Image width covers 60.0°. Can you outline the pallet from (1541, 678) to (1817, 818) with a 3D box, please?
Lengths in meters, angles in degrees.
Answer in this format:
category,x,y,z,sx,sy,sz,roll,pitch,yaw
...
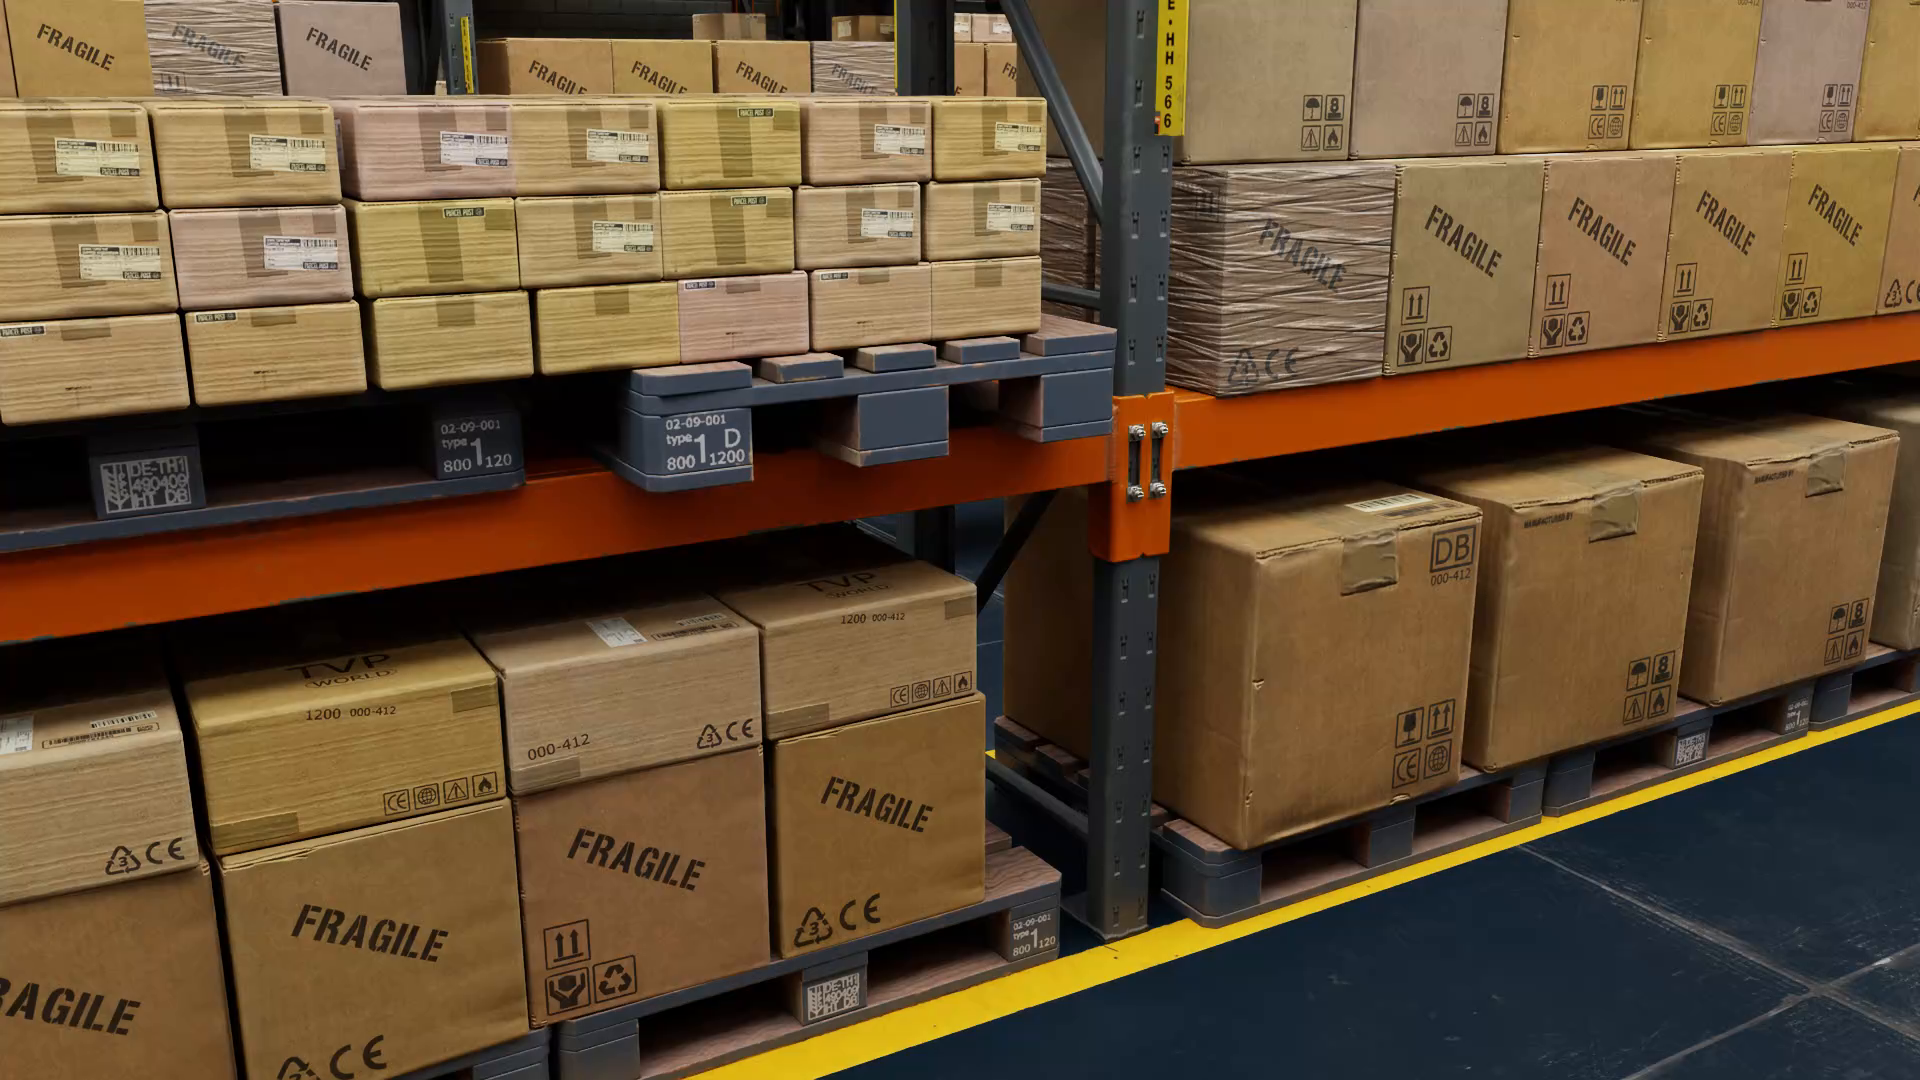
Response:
category,x,y,z,sx,sy,sz,roll,pitch,yaw
pallet,1.905,0.479,5.310,1.213,0.211,1.003,-9,18,-30

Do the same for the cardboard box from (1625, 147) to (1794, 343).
category,x,y,z,sx,sy,sz,roll,pitch,yaw
cardboard box,1.964,-0.861,4.740,0.500,0.500,0.500,-9,18,-30

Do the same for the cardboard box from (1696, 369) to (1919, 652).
category,x,y,z,sx,sy,sz,roll,pitch,yaw
cardboard box,3.088,-0.171,5.853,0.750,0.750,1.050,-9,18,-30

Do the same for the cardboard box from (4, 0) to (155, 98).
category,x,y,z,sx,sy,sz,roll,pitch,yaw
cardboard box,-3.664,-1.991,6.917,0.500,0.500,0.500,-9,18,-30

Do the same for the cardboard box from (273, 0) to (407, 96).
category,x,y,z,sx,sy,sz,roll,pitch,yaw
cardboard box,-2.799,-2.132,7.419,0.500,0.500,0.500,-10,18,-31

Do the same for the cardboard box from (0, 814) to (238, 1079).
category,x,y,z,sx,sy,sz,roll,pitch,yaw
cardboard box,-1.619,0.763,2.983,0.500,0.500,0.500,-9,18,-29

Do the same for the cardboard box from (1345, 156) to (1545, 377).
category,x,y,z,sx,sy,sz,roll,pitch,yaw
cardboard box,1.104,-0.723,4.245,0.500,0.500,0.500,-9,18,-30

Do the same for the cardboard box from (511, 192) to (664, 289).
category,x,y,z,sx,sy,sz,roll,pitch,yaw
cardboard box,-0.710,-0.544,2.930,0.250,0.149,0.380,-9,18,-30

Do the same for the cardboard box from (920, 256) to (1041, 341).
category,x,y,z,sx,sy,sz,roll,pitch,yaw
cardboard box,-0.041,-0.509,3.357,0.250,0.149,0.380,-9,18,-29

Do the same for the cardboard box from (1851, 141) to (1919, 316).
category,x,y,z,sx,sy,sz,roll,pitch,yaw
cardboard box,2.831,-1.003,5.244,0.500,0.500,0.500,-9,18,-30

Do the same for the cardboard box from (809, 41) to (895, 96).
category,x,y,z,sx,sy,sz,roll,pitch,yaw
cardboard box,-0.658,-2.354,8.736,0.500,0.500,0.500,-10,19,-32

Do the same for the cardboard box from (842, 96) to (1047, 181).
category,x,y,z,sx,sy,sz,roll,pitch,yaw
cardboard box,-0.039,-0.797,3.280,0.250,0.149,0.380,-10,19,-32

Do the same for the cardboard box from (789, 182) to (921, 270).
category,x,y,z,sx,sy,sz,roll,pitch,yaw
cardboard box,-0.271,-0.616,3.187,0.250,0.149,0.380,-8,18,-28

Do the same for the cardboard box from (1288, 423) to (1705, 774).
category,x,y,z,sx,sy,sz,roll,pitch,yaw
cardboard box,1.461,0.092,4.915,0.750,0.750,1.050,-9,18,-29

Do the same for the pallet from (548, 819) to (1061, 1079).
category,x,y,z,sx,sy,sz,roll,pitch,yaw
pallet,-0.525,0.848,3.994,1.213,0.211,1.003,-9,18,-30

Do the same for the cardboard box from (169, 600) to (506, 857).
category,x,y,z,sx,sy,sz,roll,pitch,yaw
cardboard box,-1.177,0.333,3.130,0.500,0.250,0.500,-9,18,-28

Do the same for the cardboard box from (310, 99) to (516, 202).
category,x,y,z,sx,sy,sz,roll,pitch,yaw
cardboard box,-0.916,-0.656,2.777,0.250,0.149,0.380,-9,18,-30

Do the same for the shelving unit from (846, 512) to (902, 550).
category,x,y,z,sx,sy,sz,roll,pitch,yaw
shelving unit,0.073,-0.734,7.250,1.048,1.500,0.538,-9,18,-30

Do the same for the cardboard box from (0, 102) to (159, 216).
category,x,y,z,sx,sy,sz,roll,pitch,yaw
cardboard box,-1.372,-0.581,2.512,0.250,0.149,0.380,-9,18,-28

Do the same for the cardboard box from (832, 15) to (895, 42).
category,x,y,z,sx,sy,sz,roll,pitch,yaw
cardboard box,-0.525,-2.838,9.260,0.250,0.149,0.380,-8,18,-27

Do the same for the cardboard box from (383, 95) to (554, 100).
category,x,y,z,sx,sy,sz,roll,pitch,yaw
cardboard box,-1.019,-0.844,3.447,0.250,0.149,0.380,-10,19,-32

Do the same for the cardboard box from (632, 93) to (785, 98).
category,x,y,z,sx,sy,sz,roll,pitch,yaw
cardboard box,-0.579,-0.913,3.696,0.250,0.149,0.380,-10,18,-31

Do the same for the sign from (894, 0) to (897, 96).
category,x,y,z,sx,sy,sz,roll,pitch,yaw
sign,-0.143,-1.289,4.304,0.005,0.325,0.100,-9,18,-30

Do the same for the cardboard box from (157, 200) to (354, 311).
category,x,y,z,sx,sy,sz,roll,pitch,yaw
cardboard box,-1.148,-0.474,2.679,0.250,0.149,0.380,-9,18,-28

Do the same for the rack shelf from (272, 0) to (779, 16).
category,x,y,z,sx,sy,sz,roll,pitch,yaw
rack shelf,-3.336,-4.258,12.819,4.000,0.370,1.077,-9,18,-30

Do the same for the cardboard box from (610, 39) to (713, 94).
category,x,y,z,sx,sy,sz,roll,pitch,yaw
cardboard box,-1.543,-2.211,8.226,0.500,0.500,0.500,-8,18,-27

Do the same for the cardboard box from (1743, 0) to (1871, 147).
category,x,y,z,sx,sy,sz,roll,pitch,yaw
cardboard box,2.278,-1.476,5.081,0.500,0.500,0.700,-9,18,-29

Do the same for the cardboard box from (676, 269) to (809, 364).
category,x,y,z,sx,sy,sz,roll,pitch,yaw
cardboard box,-0.475,-0.440,3.108,0.250,0.149,0.380,-9,18,-29

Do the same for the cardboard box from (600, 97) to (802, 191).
category,x,y,z,sx,sy,sz,roll,pitch,yaw
cardboard box,-0.480,-0.726,3.027,0.250,0.149,0.380,-9,18,-28

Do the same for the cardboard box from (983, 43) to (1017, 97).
category,x,y,z,sx,sy,sz,roll,pitch,yaw
cardboard box,0.236,-2.497,9.247,0.500,0.500,0.500,-9,18,-29

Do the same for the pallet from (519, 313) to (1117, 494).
category,x,y,z,sx,sy,sz,roll,pitch,yaw
pallet,-0.411,-0.387,3.589,1.003,0.211,1.213,-9,18,-30

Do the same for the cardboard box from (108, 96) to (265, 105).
category,x,y,z,sx,sy,sz,roll,pitch,yaw
cardboard box,-1.476,-0.768,3.179,0.250,0.149,0.380,-9,18,-28

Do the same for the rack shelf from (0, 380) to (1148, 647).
category,x,y,z,sx,sy,sz,roll,pitch,yaw
rack shelf,-1.569,0.021,3.109,4.000,0.370,1.077,-9,18,-30

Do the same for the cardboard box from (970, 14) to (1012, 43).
category,x,y,z,sx,sy,sz,roll,pitch,yaw
cardboard box,0.075,-2.781,9.057,0.250,0.149,0.380,-10,18,-31

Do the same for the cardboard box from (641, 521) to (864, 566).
category,x,y,z,sx,sy,sz,roll,pitch,yaw
cardboard box,-0.570,0.077,4.042,0.500,0.250,0.500,-10,19,-32

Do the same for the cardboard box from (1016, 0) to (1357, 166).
category,x,y,z,sx,sy,sz,roll,pitch,yaw
cardboard box,0.535,-1.193,4.070,0.500,0.500,0.700,-9,18,-30

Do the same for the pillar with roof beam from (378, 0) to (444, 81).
category,x,y,z,sx,sy,sz,roll,pitch,yaw
pillar with roof beam,-2.180,-5.165,9.162,0.400,9.000,9.100,-9,18,-30

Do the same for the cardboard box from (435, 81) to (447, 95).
category,x,y,z,sx,sy,sz,roll,pitch,yaw
cardboard box,-3.972,-3.337,12.371,0.250,0.149,0.380,-9,18,-29

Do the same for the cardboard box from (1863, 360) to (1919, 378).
category,x,y,z,sx,sy,sz,roll,pitch,yaw
cardboard box,4.149,-0.410,6.472,0.875,0.875,0.875,-9,18,-29

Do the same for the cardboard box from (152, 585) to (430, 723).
category,x,y,z,sx,sy,sz,roll,pitch,yaw
cardboard box,-1.436,0.213,3.555,0.500,0.250,0.500,-9,18,-29

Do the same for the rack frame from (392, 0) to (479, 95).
category,x,y,z,sx,sy,sz,roll,pitch,yaw
rack frame,-2.490,-1.734,8.040,0.127,3.000,1.000,-9,18,-30

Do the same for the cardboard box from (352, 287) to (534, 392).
category,x,y,z,sx,sy,sz,roll,pitch,yaw
cardboard box,-0.920,-0.368,2.852,0.250,0.149,0.380,-10,19,-32

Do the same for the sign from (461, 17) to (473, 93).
category,x,y,z,sx,sy,sz,roll,pitch,yaw
sign,-2.202,-2.164,7.427,0.005,0.325,0.100,-9,18,-30

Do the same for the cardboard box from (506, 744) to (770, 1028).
category,x,y,z,sx,sy,sz,roll,pitch,yaw
cardboard box,-0.731,0.622,3.488,0.500,0.500,0.500,-8,18,-27

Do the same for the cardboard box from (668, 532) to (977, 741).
category,x,y,z,sx,sy,sz,roll,pitch,yaw
cardboard box,-0.306,0.193,3.628,0.500,0.250,0.500,-10,18,-31

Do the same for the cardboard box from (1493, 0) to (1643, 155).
category,x,y,z,sx,sy,sz,roll,pitch,yaw
cardboard box,1.407,-1.335,4.578,0.500,0.500,0.700,-10,18,-31

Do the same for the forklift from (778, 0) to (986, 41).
category,x,y,z,sx,sy,sz,roll,pitch,yaw
forklift,-0.479,-2.841,12.115,3.031,2.935,1.130,-9,18,-30

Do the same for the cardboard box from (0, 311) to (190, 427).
category,x,y,z,sx,sy,sz,roll,pitch,yaw
cardboard box,-1.375,-0.294,2.588,0.250,0.149,0.380,-10,19,-32
